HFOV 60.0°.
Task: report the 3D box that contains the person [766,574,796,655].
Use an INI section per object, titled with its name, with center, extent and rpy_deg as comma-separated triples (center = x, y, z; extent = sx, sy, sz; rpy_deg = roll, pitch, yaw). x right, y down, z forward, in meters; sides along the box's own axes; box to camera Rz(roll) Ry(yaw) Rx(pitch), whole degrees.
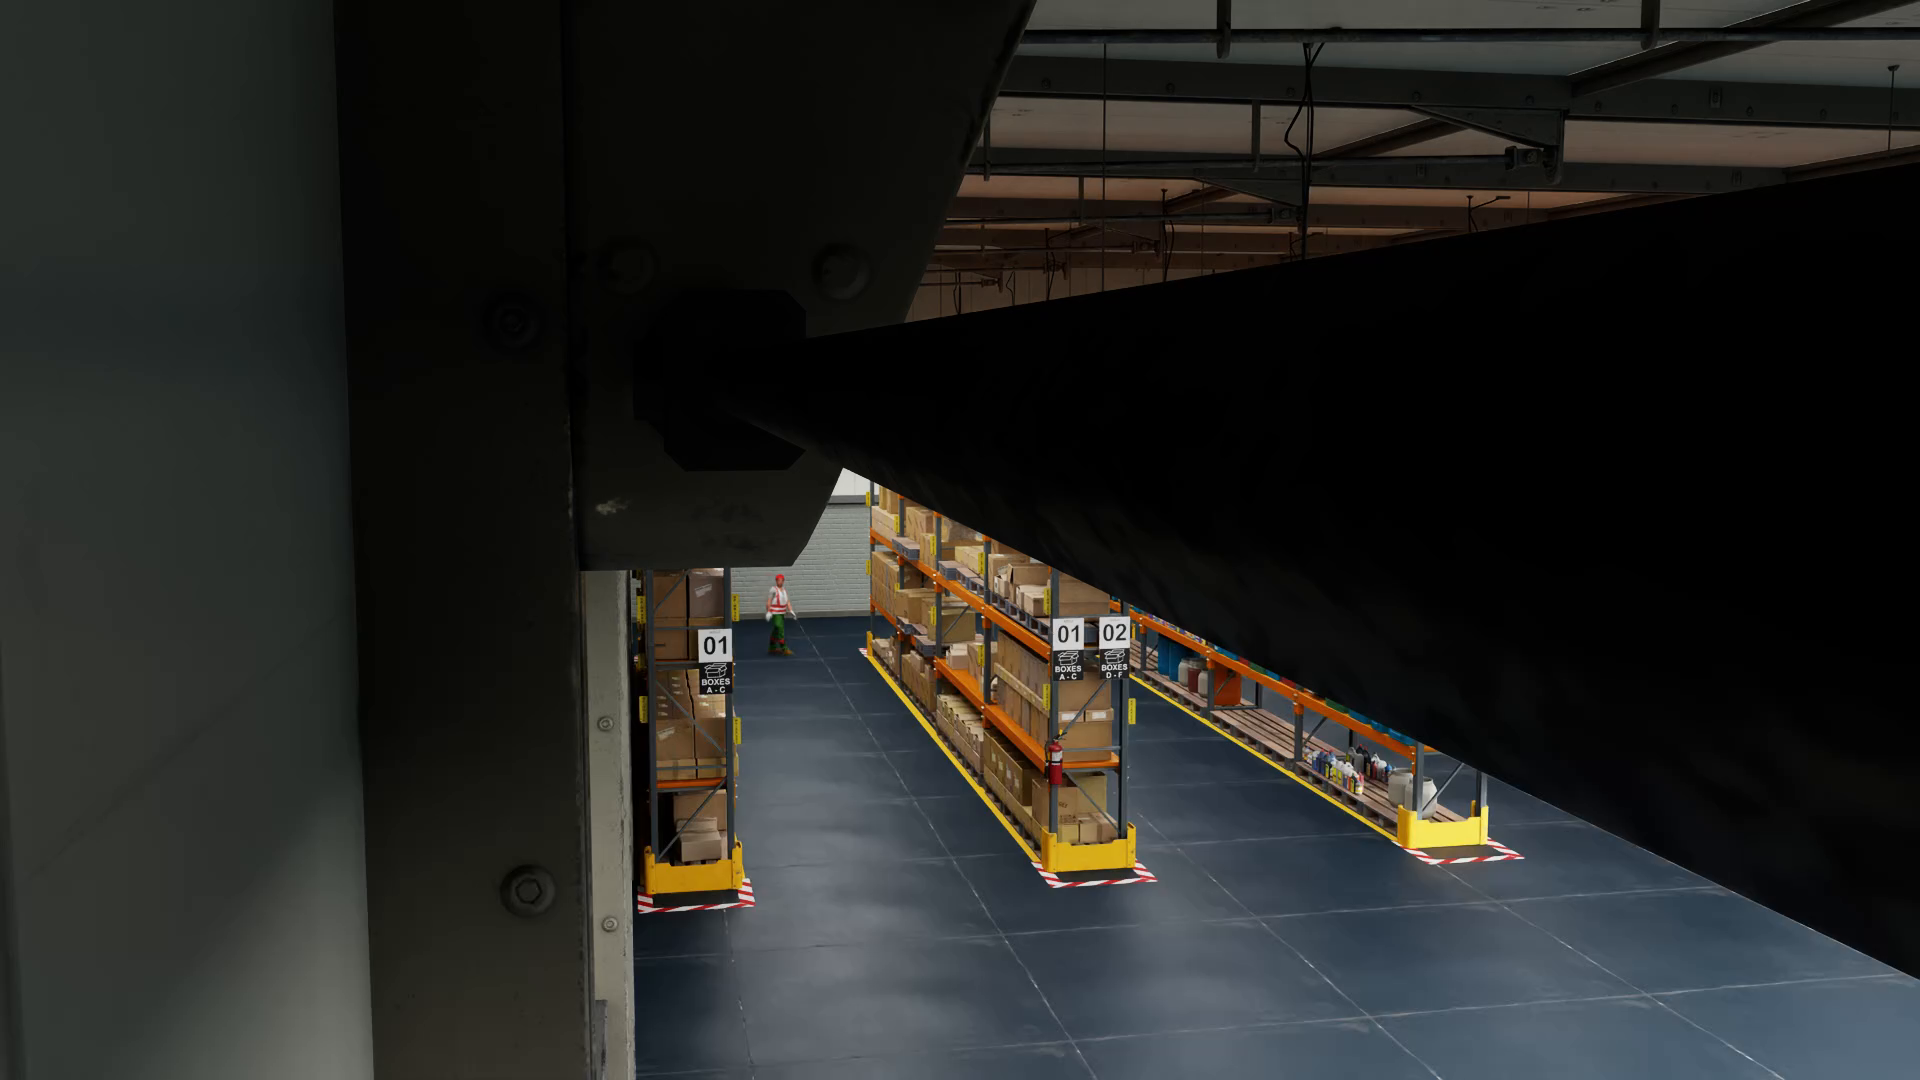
[person]
center = -3.891, 1.635, 36.476
extent = 0.819, 1.764, 0.644
rpy_deg = 2, 6, 21
